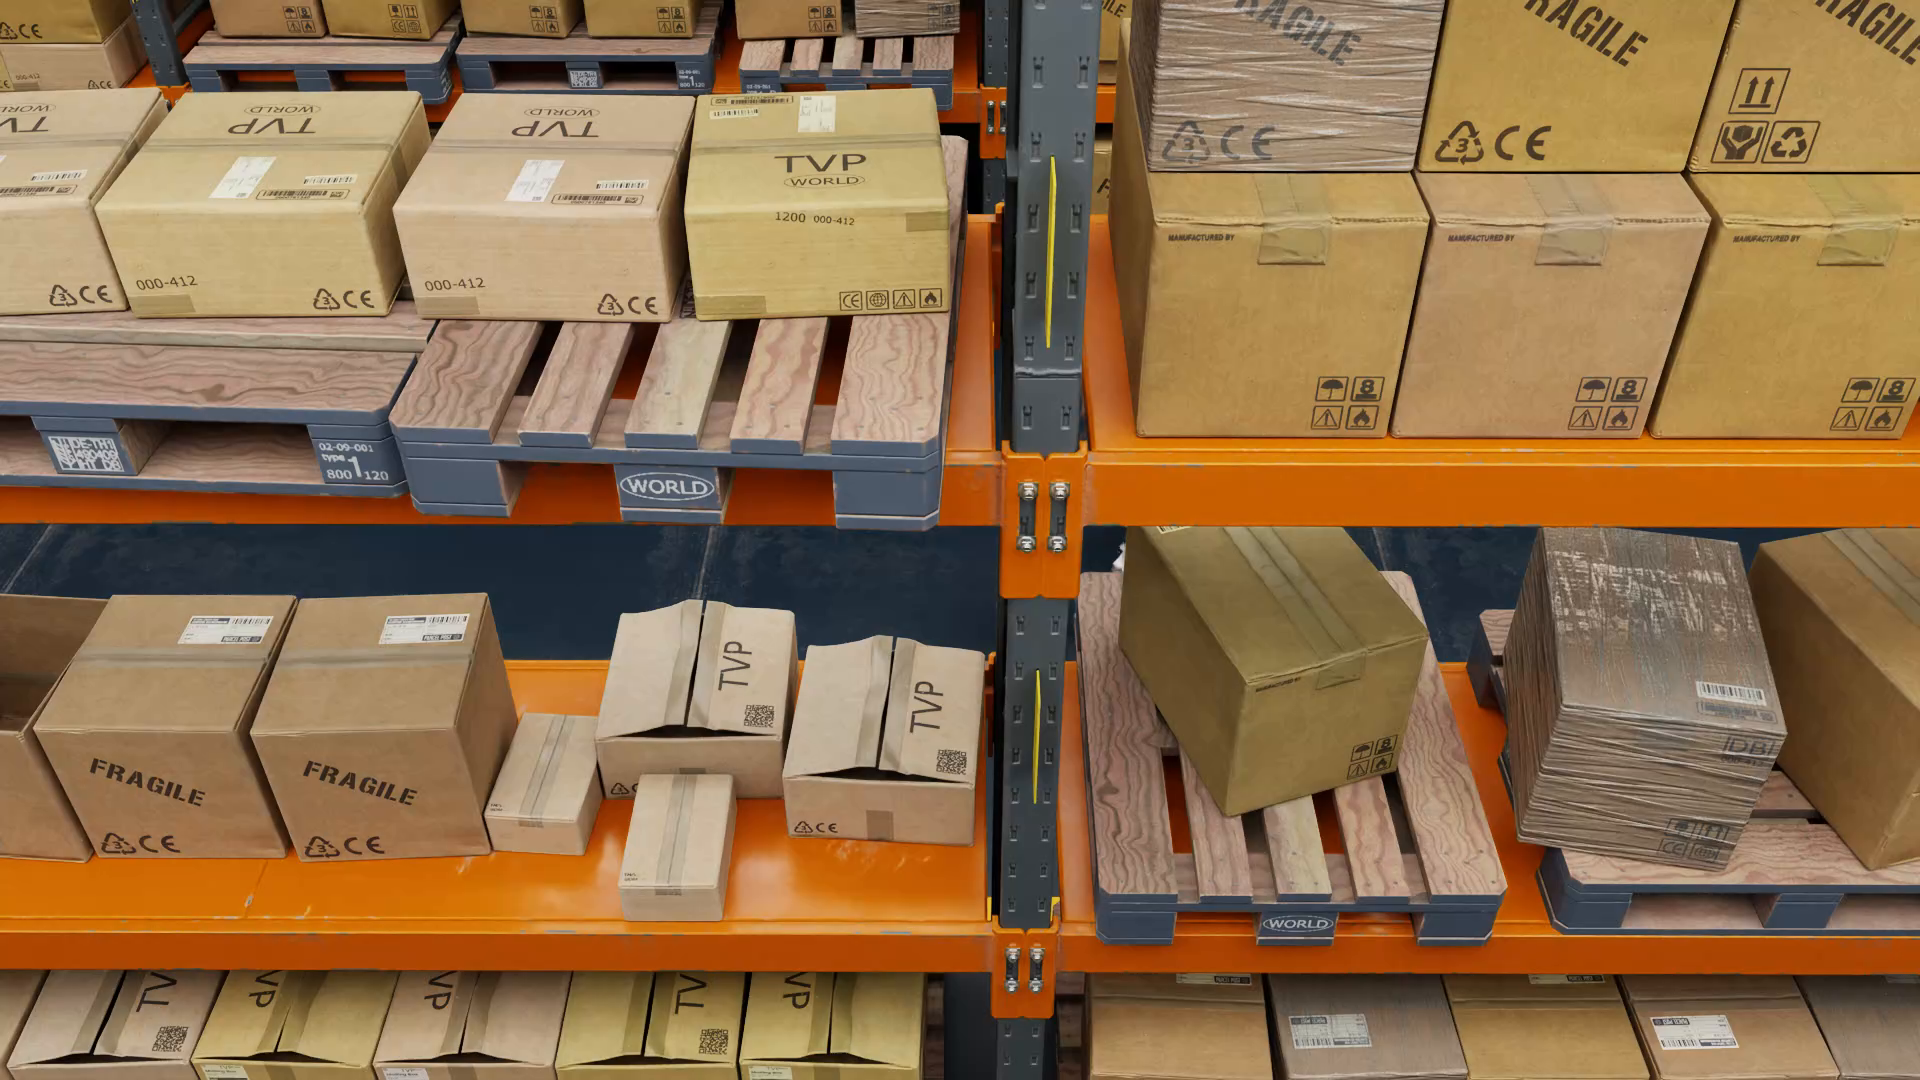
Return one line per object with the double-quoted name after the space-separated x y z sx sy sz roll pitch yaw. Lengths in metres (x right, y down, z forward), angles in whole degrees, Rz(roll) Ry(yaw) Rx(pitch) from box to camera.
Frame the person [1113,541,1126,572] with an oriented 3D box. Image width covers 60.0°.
0.828 -0.532 6.777 0.675 1.667 0.480 -24 46 -26 "person"
